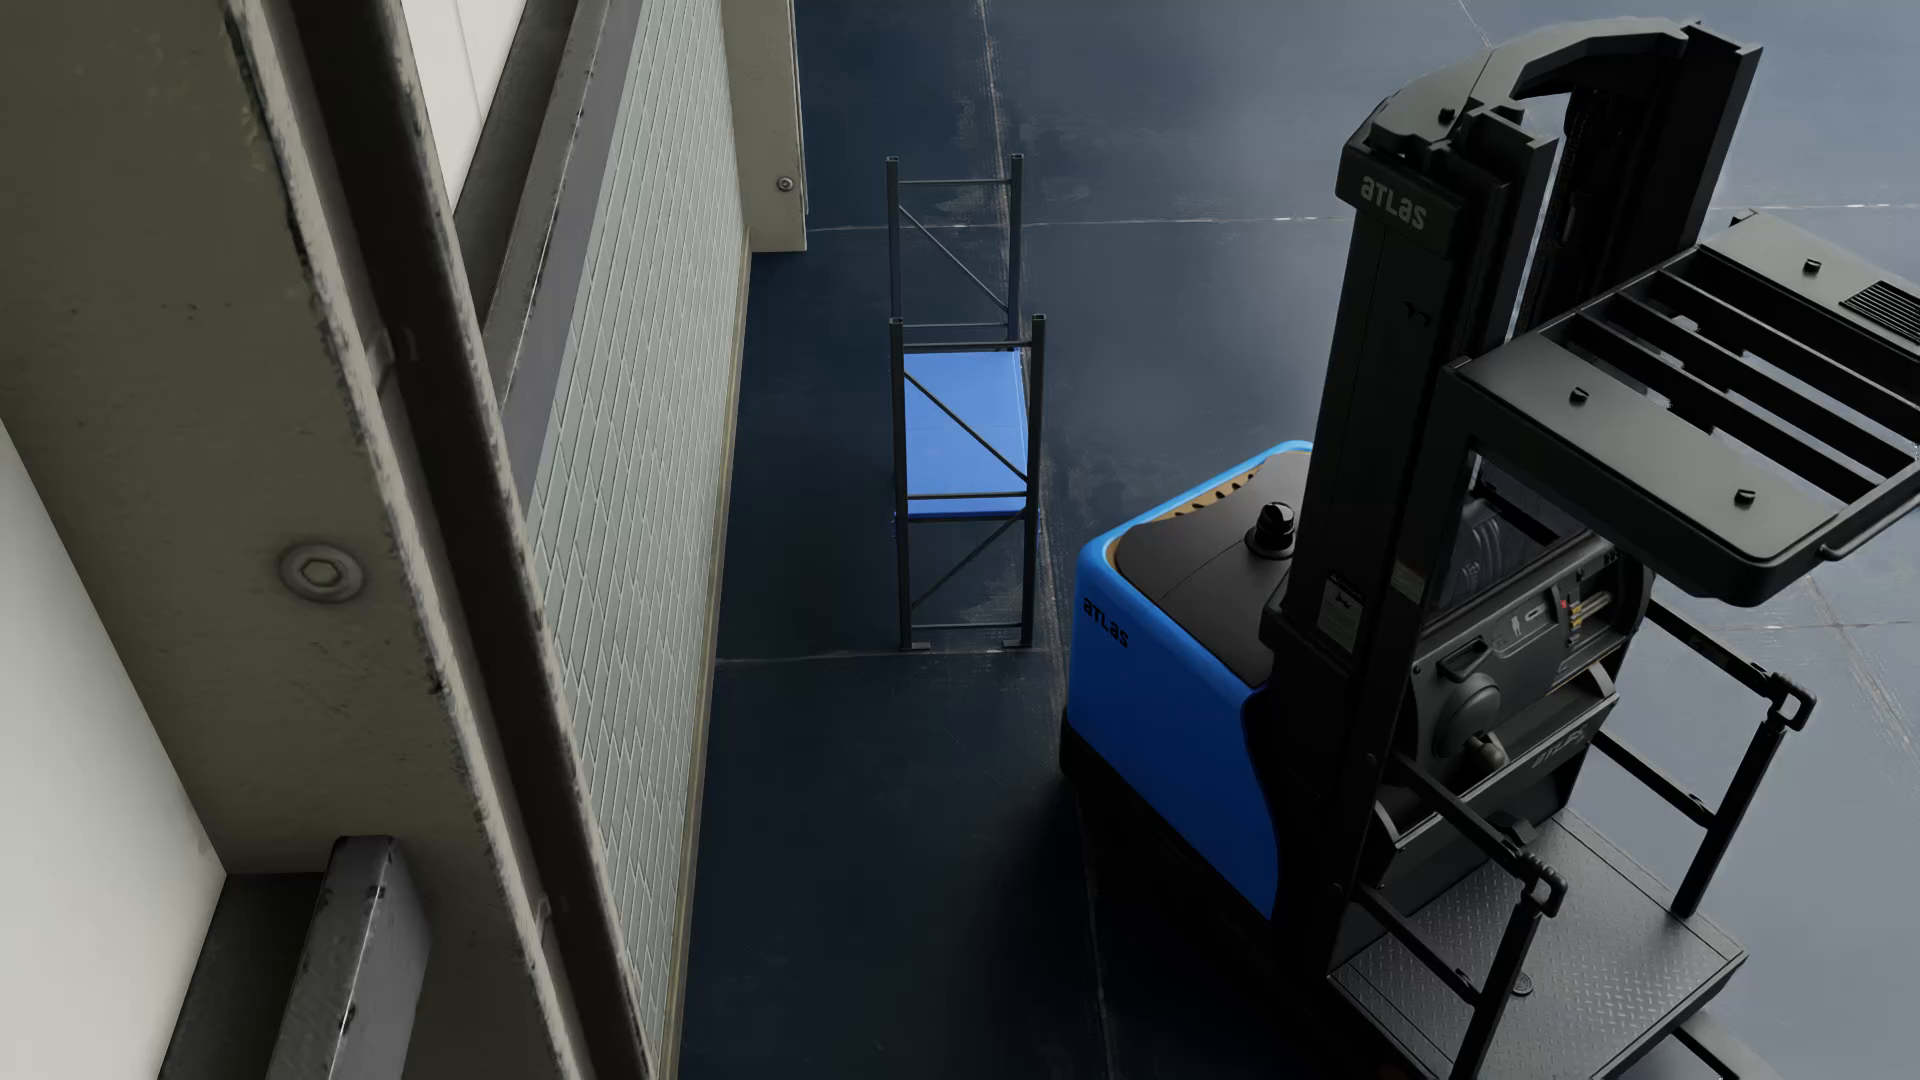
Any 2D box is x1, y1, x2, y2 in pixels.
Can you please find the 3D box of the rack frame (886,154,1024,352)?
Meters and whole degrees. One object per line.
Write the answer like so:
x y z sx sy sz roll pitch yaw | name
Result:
-0.018 -0.838 6.555 0.500 1.500 0.032 -2 43 -2 | rack frame

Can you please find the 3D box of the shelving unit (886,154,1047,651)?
0.004 -0.495 6.180 0.538 1.500 1.048 -2 43 -2 | shelving unit

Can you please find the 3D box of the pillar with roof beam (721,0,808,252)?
3.368 -5.019 5.566 9.100 9.000 0.400 -2 43 -2 | pillar with roof beam

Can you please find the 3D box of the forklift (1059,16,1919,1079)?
1.617 0.350 4.199 1.130 2.935 3.031 -26 49 -26 | forklift

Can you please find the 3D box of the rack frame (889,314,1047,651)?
0.025 -0.152 5.806 0.500 1.500 0.032 -2 43 -2 | rack frame

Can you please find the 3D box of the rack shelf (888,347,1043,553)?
0.004 -0.363 6.302 0.538 0.185 1.000 -2 43 -2 | rack shelf
